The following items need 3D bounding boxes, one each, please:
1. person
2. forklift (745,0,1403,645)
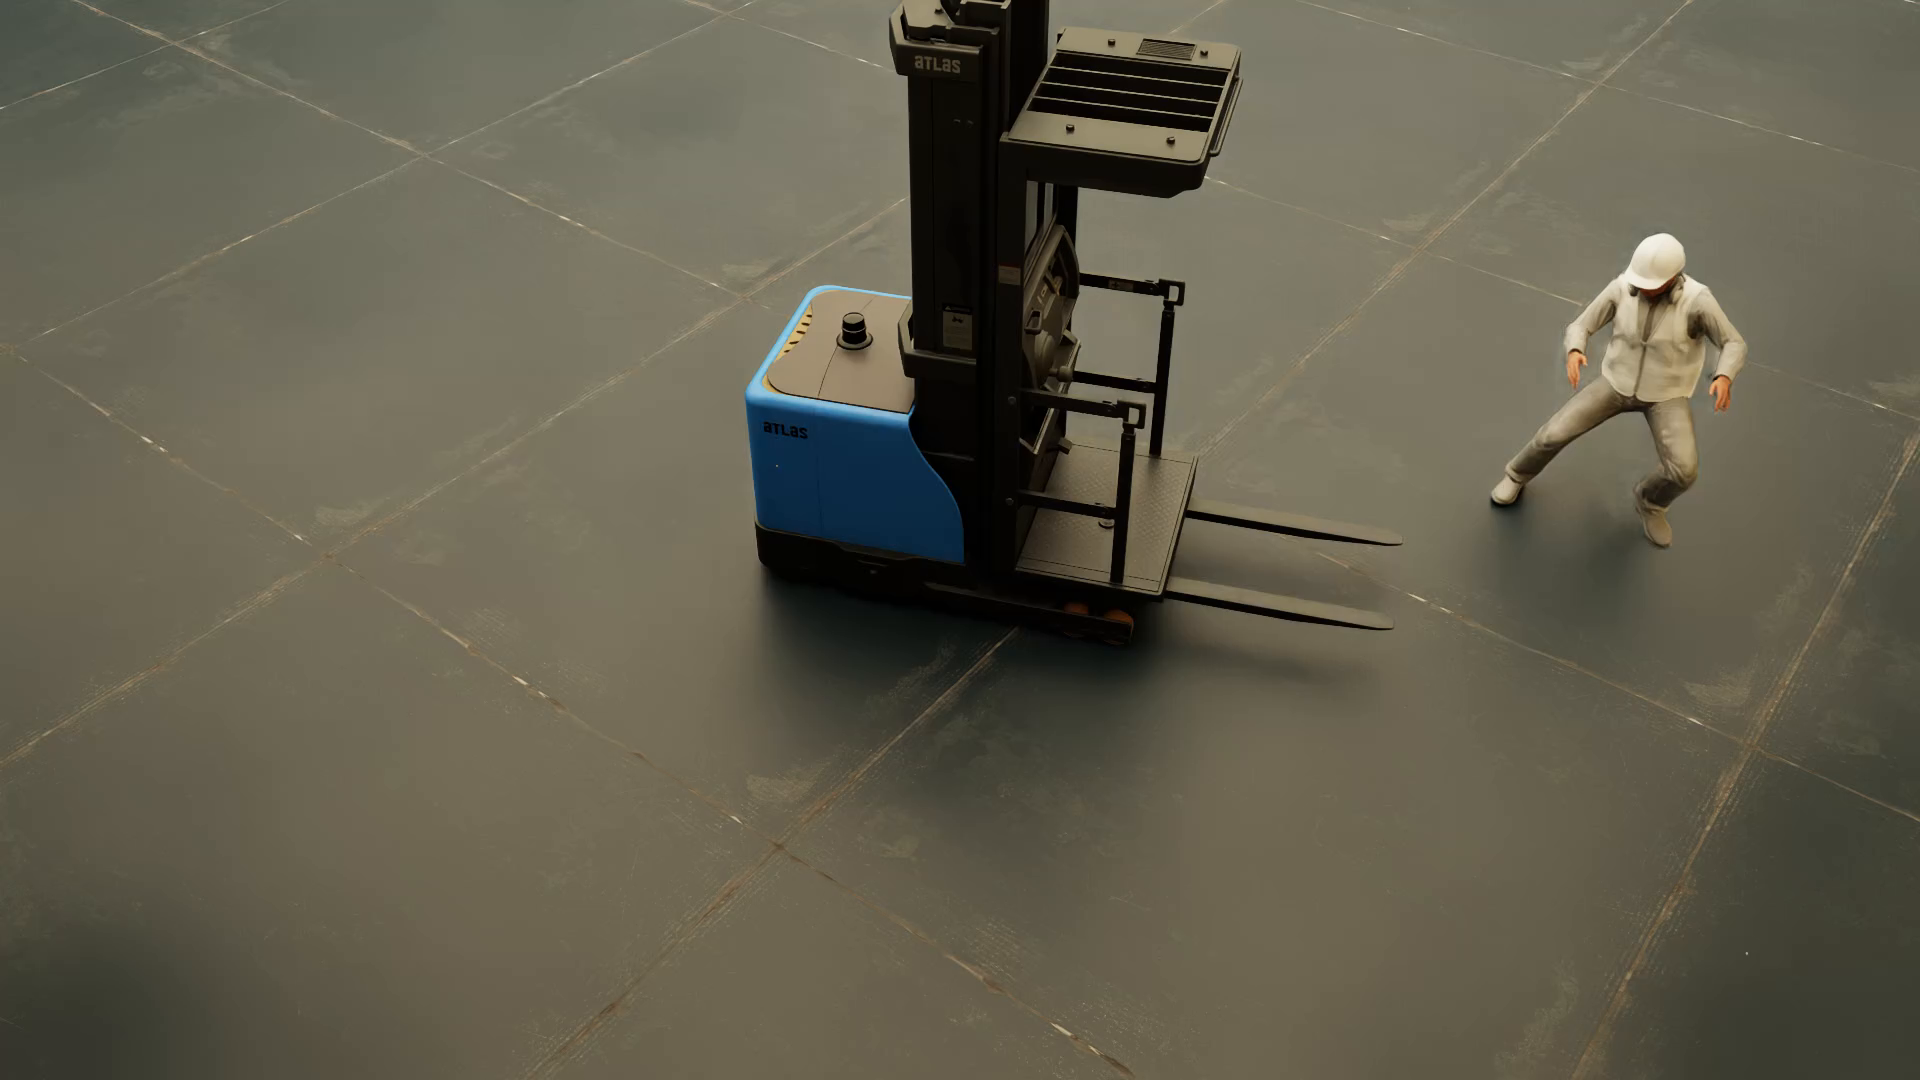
[{"bbox_3d":[3.216,-0.717,7.978,0.943,1.558,0.769,27,47,28],"label":"person"},{"bbox_3d":[0.587,-1.011,7.260,3.031,2.935,1.130,10,41,12],"label":"forklift"}]
